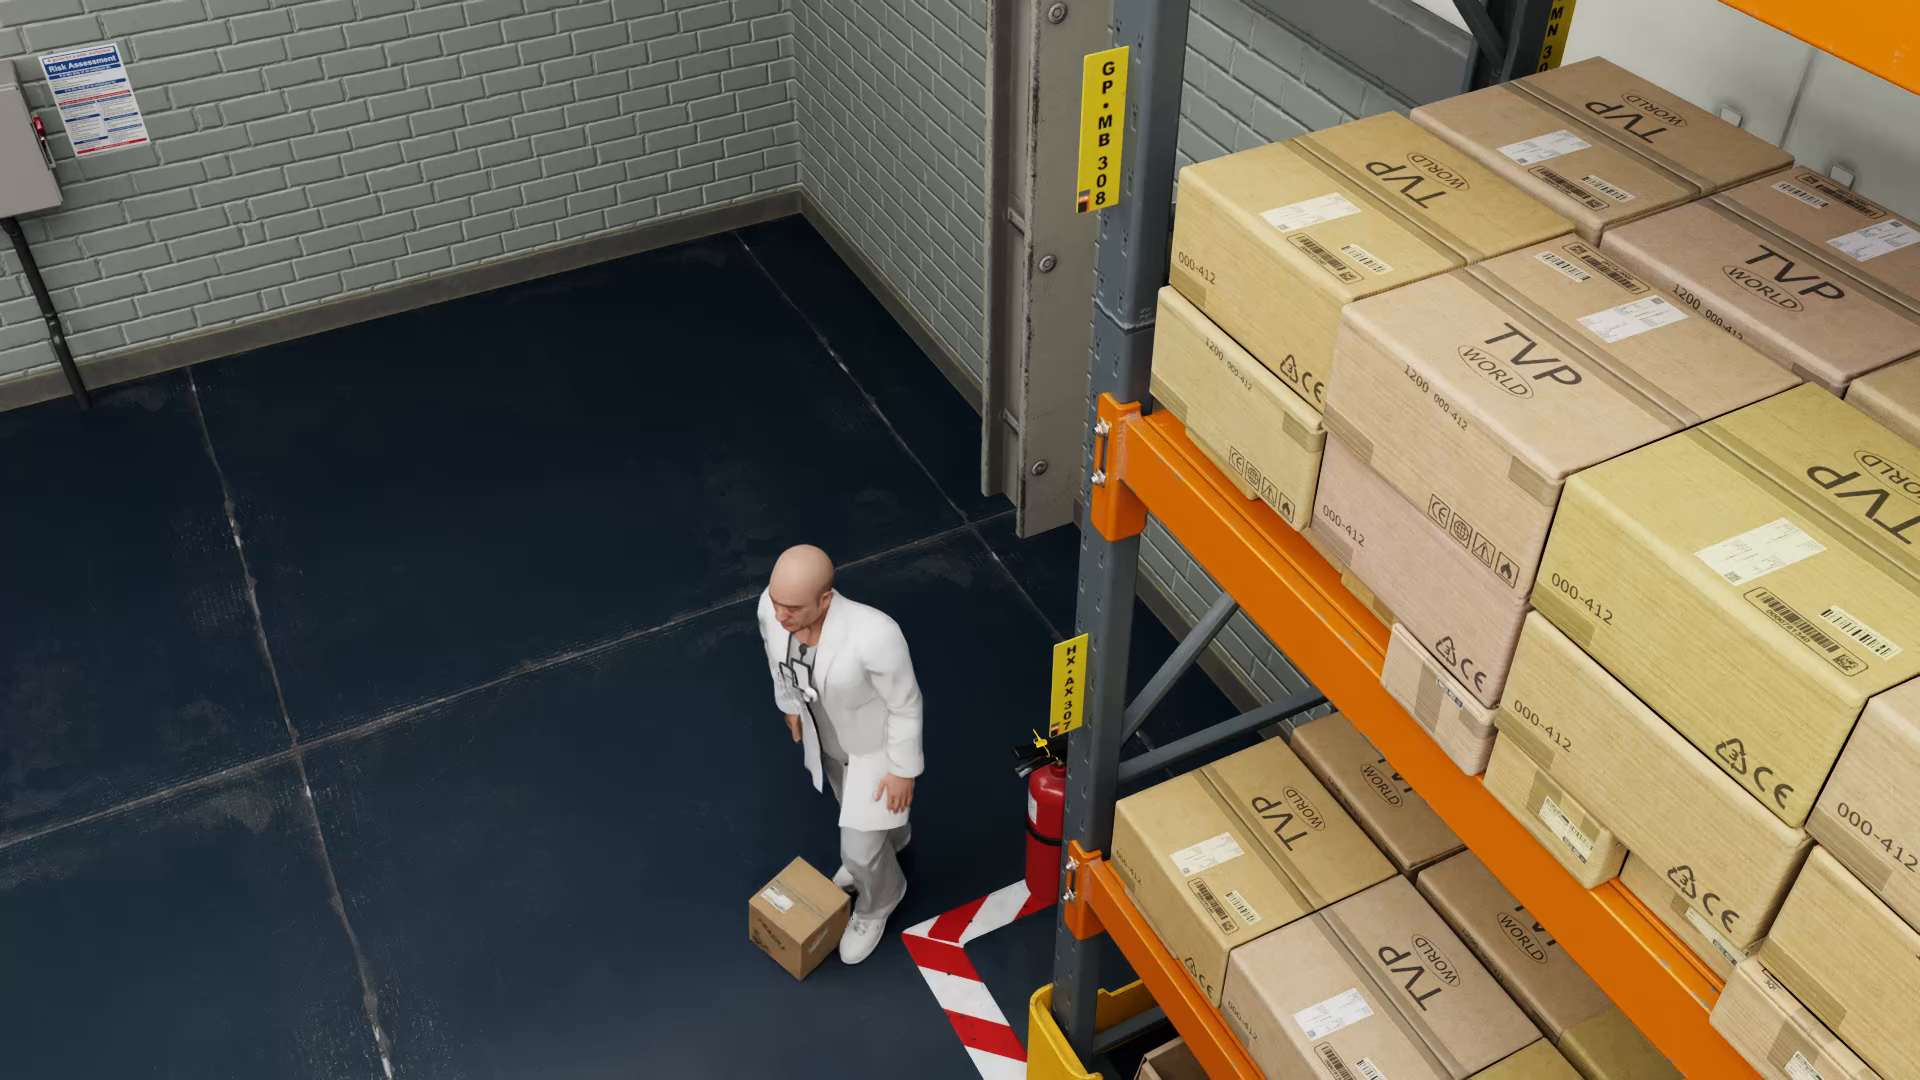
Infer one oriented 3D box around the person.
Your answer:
[{"bbox_3d":[-0.336,0.620,5.449,0.634,1.772,0.606,27,47,27],"label":"person"}]
